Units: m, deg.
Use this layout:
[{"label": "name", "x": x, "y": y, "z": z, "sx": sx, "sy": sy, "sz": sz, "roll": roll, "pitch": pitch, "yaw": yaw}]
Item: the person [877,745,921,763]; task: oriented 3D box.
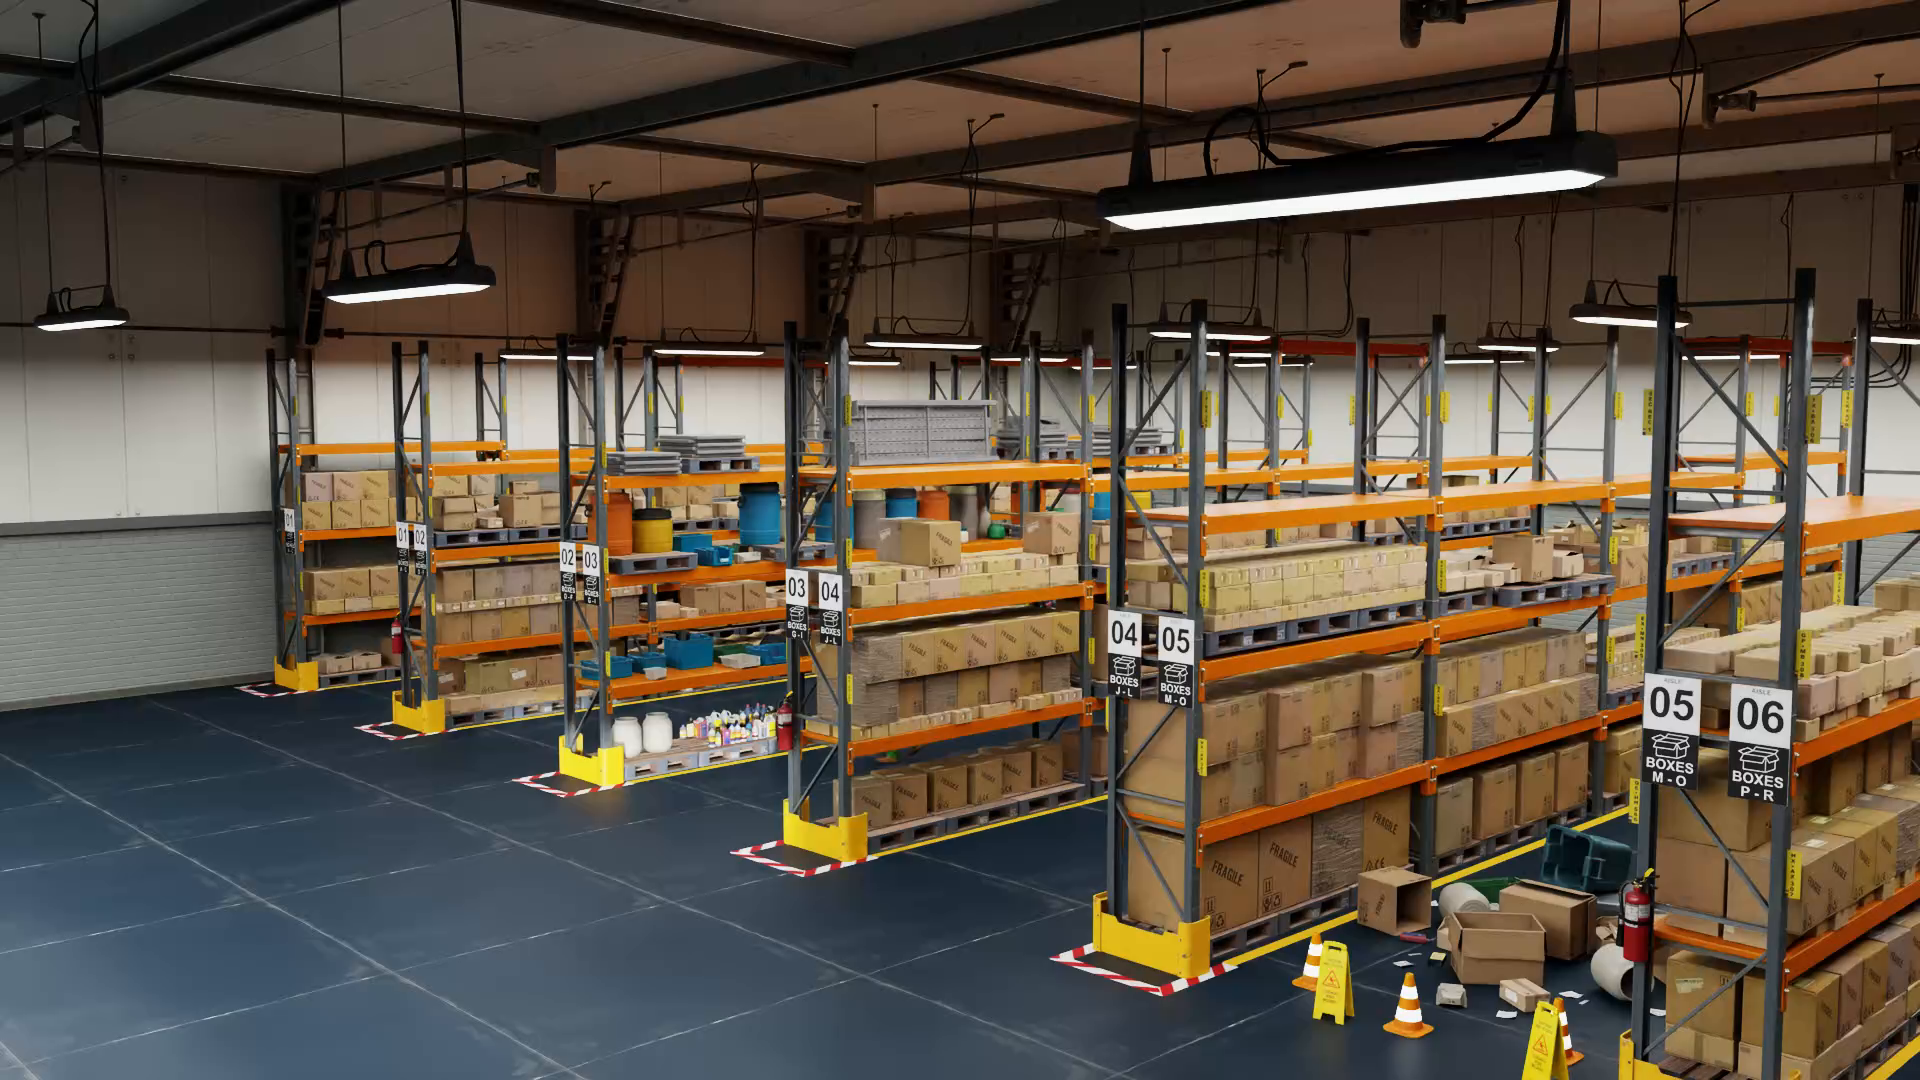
[{"label": "person", "x": -0.845, "y": 2.224, "z": 23.458, "sx": 0.433, "sy": 1.789, "sz": 0.613, "roll": 3, "pitch": 6, "yaw": 30}]
